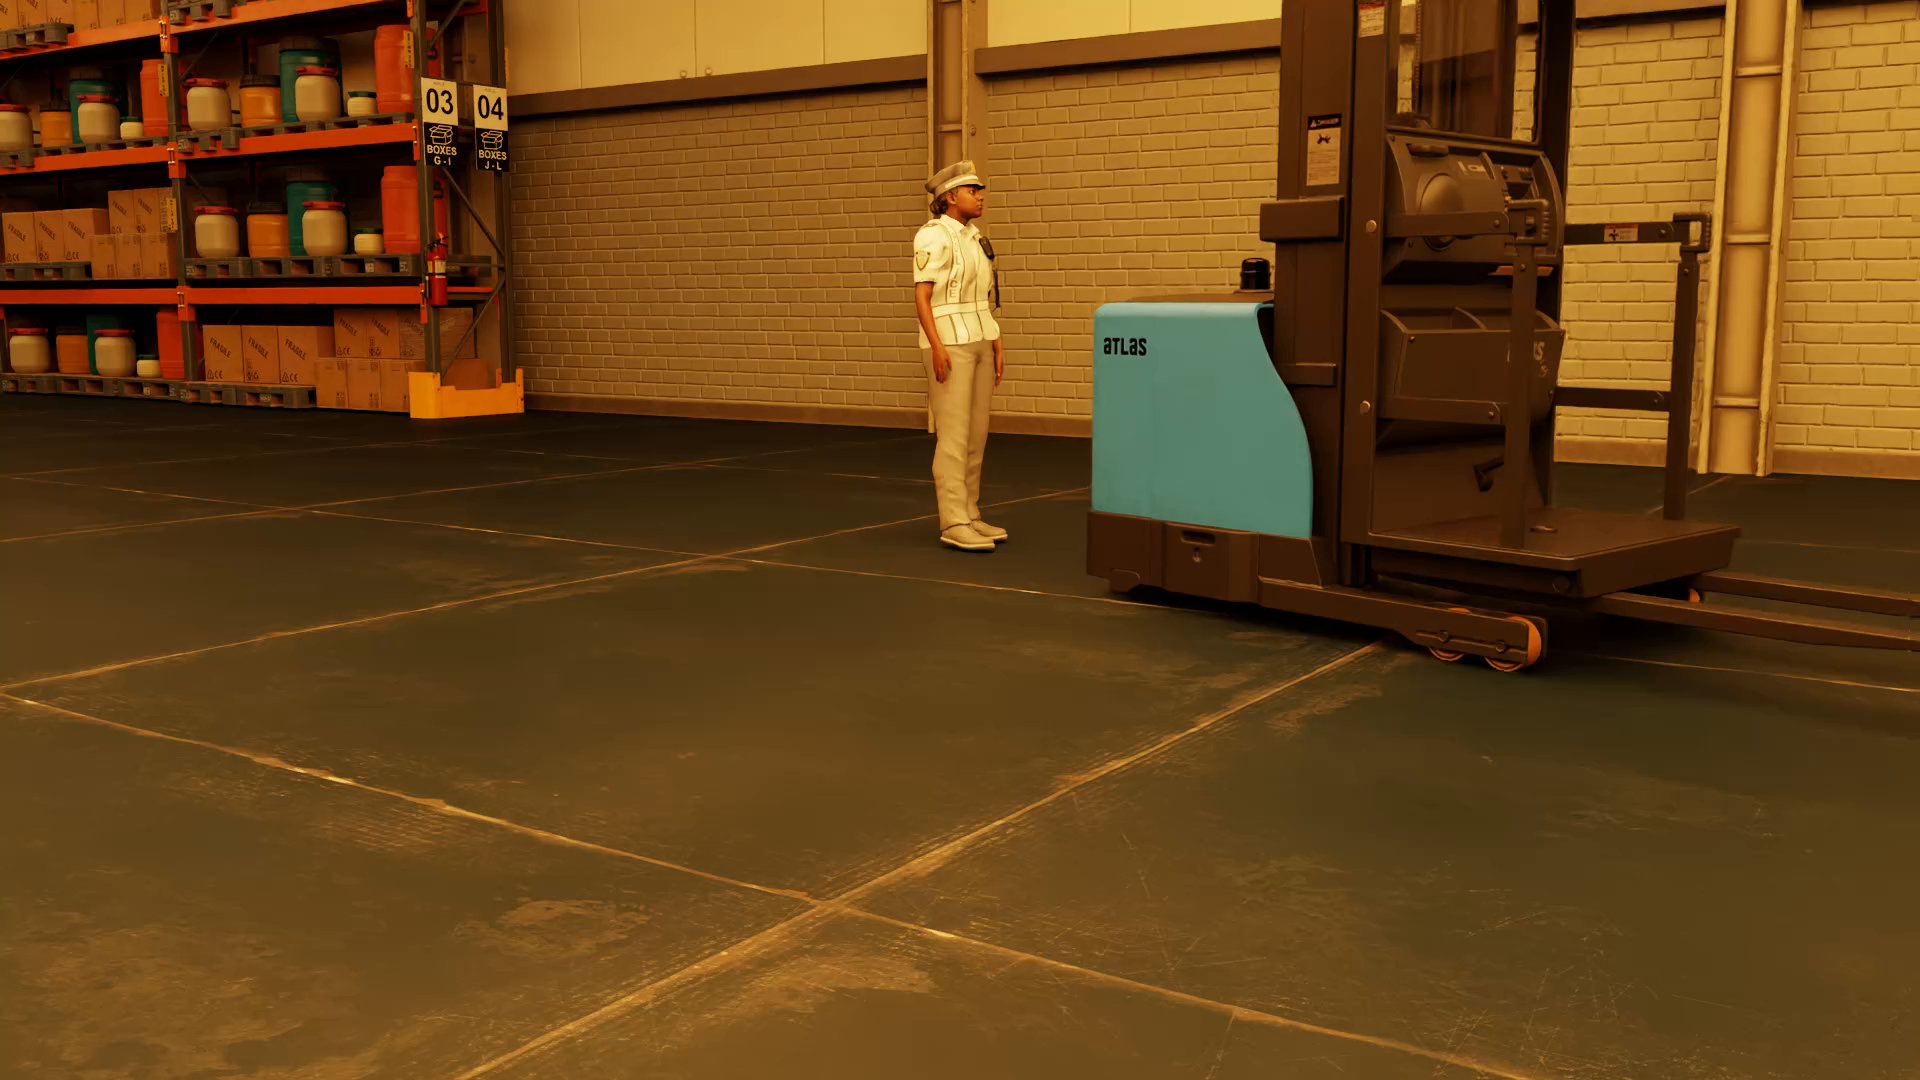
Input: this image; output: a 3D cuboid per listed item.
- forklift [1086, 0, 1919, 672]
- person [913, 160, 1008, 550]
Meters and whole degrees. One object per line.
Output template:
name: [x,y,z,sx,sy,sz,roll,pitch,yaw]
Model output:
forklift: [1.817,-1.143,5.233,1.130,2.935,3.031,-7,11,-40]
person: [0.052,-0.838,7.426,0.528,1.697,0.570,5,10,34]
